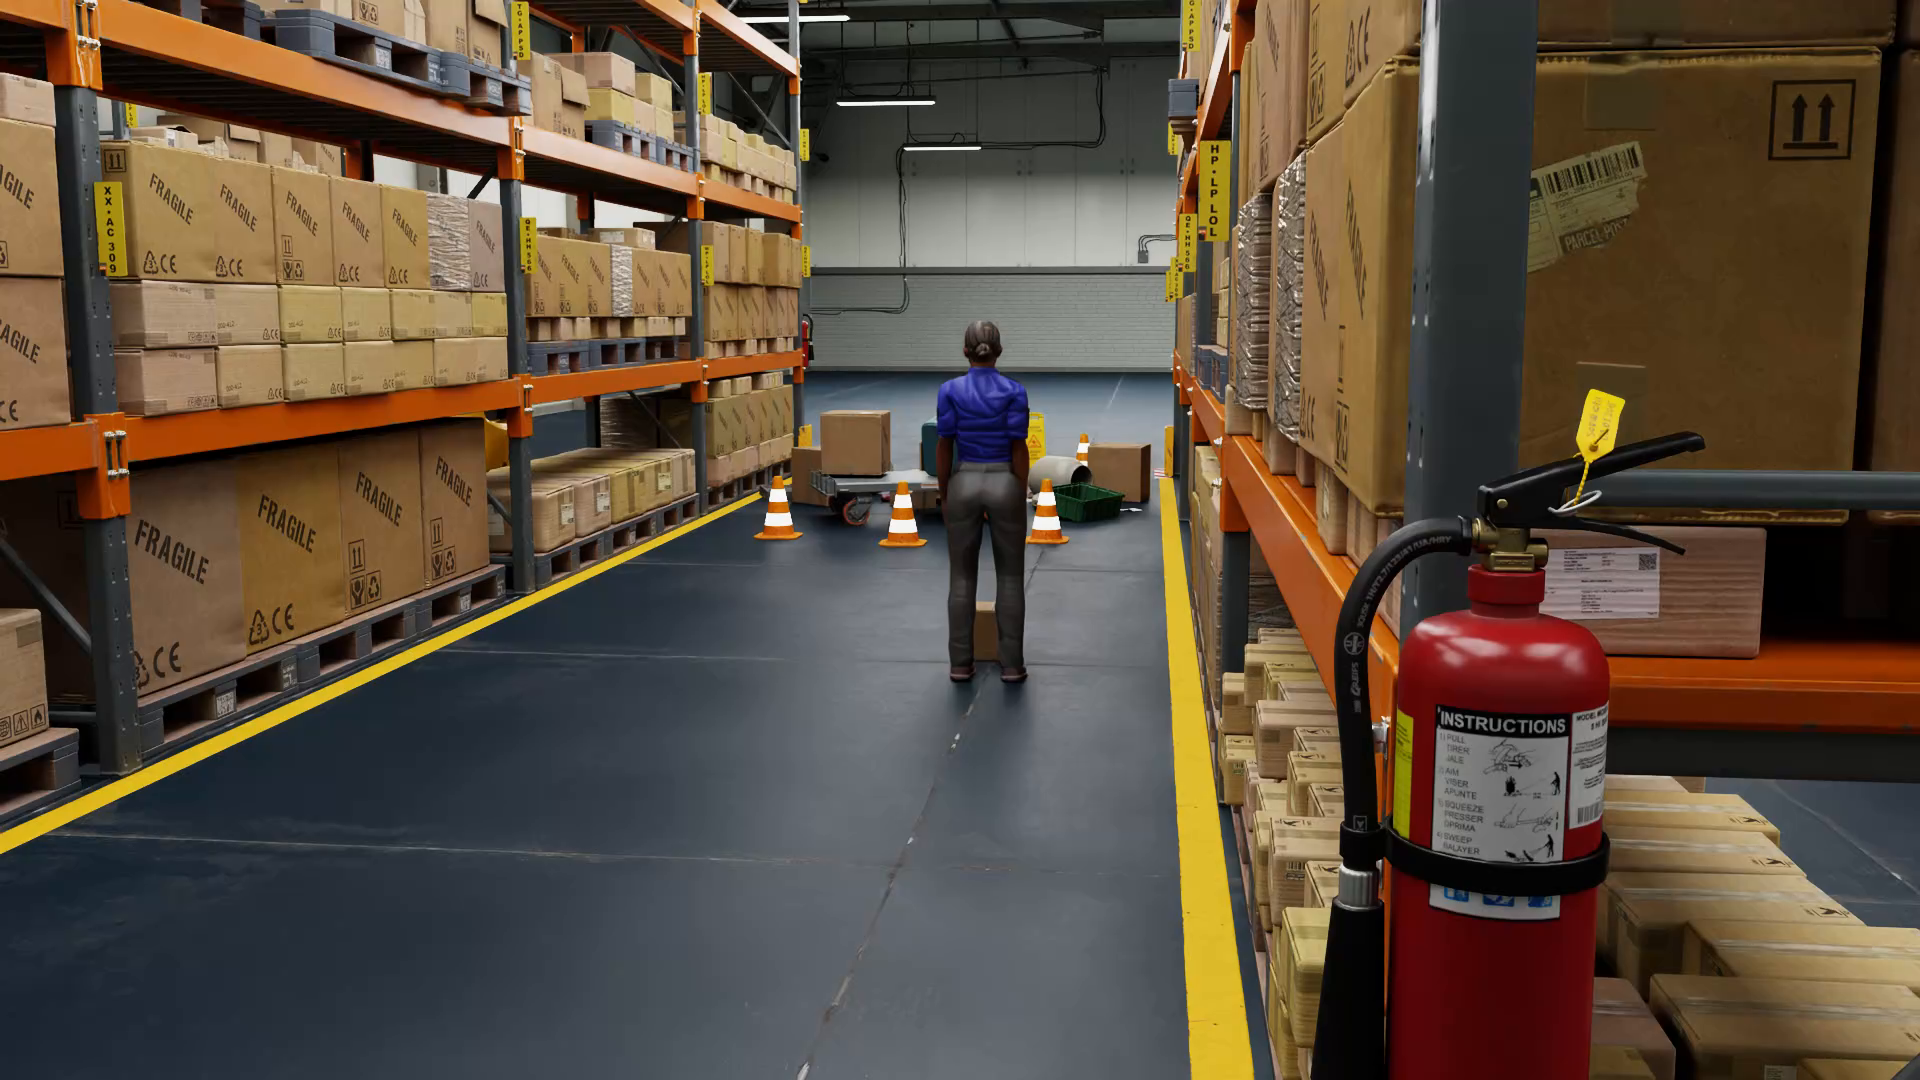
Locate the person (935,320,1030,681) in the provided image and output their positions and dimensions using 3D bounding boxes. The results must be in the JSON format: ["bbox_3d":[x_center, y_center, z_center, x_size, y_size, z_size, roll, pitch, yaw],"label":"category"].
[{"bbox_3d":[0.105,-0.177,7.650,0.437,1.659,0.303,1,8,8],"label":"person"}]
